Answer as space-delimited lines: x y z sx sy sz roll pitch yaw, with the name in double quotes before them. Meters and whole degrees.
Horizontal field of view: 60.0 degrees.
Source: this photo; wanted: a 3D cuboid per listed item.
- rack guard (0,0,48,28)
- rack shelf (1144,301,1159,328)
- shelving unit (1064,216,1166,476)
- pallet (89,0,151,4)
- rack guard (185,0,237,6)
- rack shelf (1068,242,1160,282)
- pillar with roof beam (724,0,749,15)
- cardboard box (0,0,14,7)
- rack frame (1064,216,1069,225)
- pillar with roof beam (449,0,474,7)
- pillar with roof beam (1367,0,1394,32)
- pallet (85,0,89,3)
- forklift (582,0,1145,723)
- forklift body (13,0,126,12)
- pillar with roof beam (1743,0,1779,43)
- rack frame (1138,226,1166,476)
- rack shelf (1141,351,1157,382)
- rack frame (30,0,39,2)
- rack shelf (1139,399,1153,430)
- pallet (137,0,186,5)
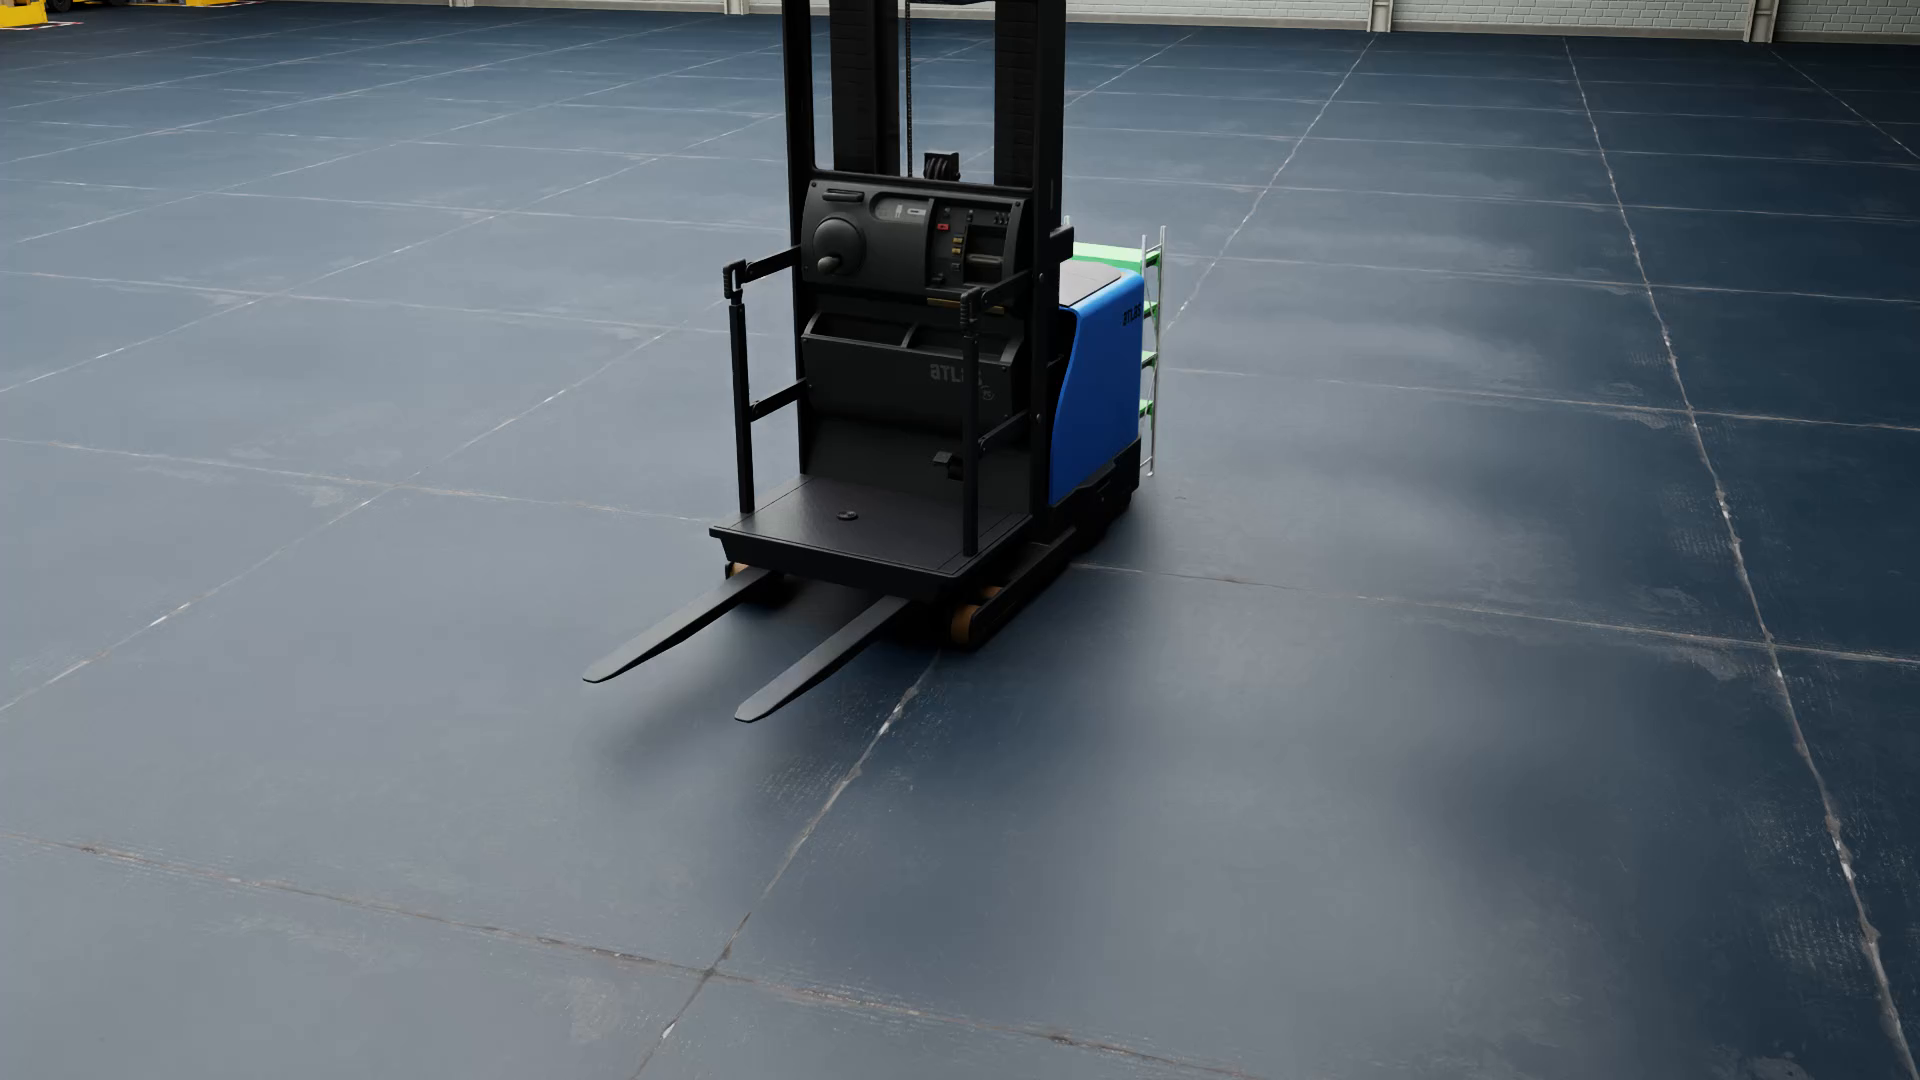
"rack guard" -16.854 -9.430 29.601 0.348 0.500 1.175 7 23 16
"rack shelf" 0.664 -1.048 7.780 0.480 0.148 0.258 12 25 26
"shelving unit" 0.664 -0.885 7.847 0.503 1.200 0.258 12 25 26
"pallet" -17.259 -11.295 34.528 1.213 0.211 1.003 7 23 15
"rack guard" -15.328 -11.223 33.972 0.348 0.500 1.175 7 23 16
"rack shelf" 0.664 -1.270 7.689 0.480 0.148 0.258 12 25 26
"pillar with roof beam" -5.512 -12.682 26.329 0.400 9.000 9.100 7 23 16
"cardboard box" -17.473 -9.689 30.009 0.500 0.250 0.500 6 23 15
"rack frame" 0.450 -0.930 7.955 0.015 1.200 0.240 12 25 26
"pillar with roof beam" -11.256 -13.340 27.933 0.400 9.000 9.100 7 23 16
"pillar with roof beam" 5.976 -11.366 23.123 0.400 9.000 9.100 7 23 16
"pallet" -18.431 -11.428 34.852 1.213 0.211 1.003 7 23 16
"forklift" -0.284 -1.143 6.193 1.130 2.935 3.031 11 25 25
"forklift body" -17.693 -11.535 32.556 1.214 2.155 2.313 7 23 16
"pillar with roof beam" 11.721 -10.709 21.519 0.400 9.000 9.100 7 23 16
"rack frame" 0.878 -0.841 7.739 0.015 1.200 0.240 12 25 26
"rack shelf" 0.664 -0.826 7.871 0.480 0.148 0.258 12 25 26
"rack frame" -16.781 -10.578 29.106 0.127 3.000 1.000 7 23 16
"rack shelf" 0.664 -0.604 7.962 0.480 0.148 0.258 12 25 26
"pallet" -16.095 -11.161 34.200 1.213 0.211 1.003 7 23 16
